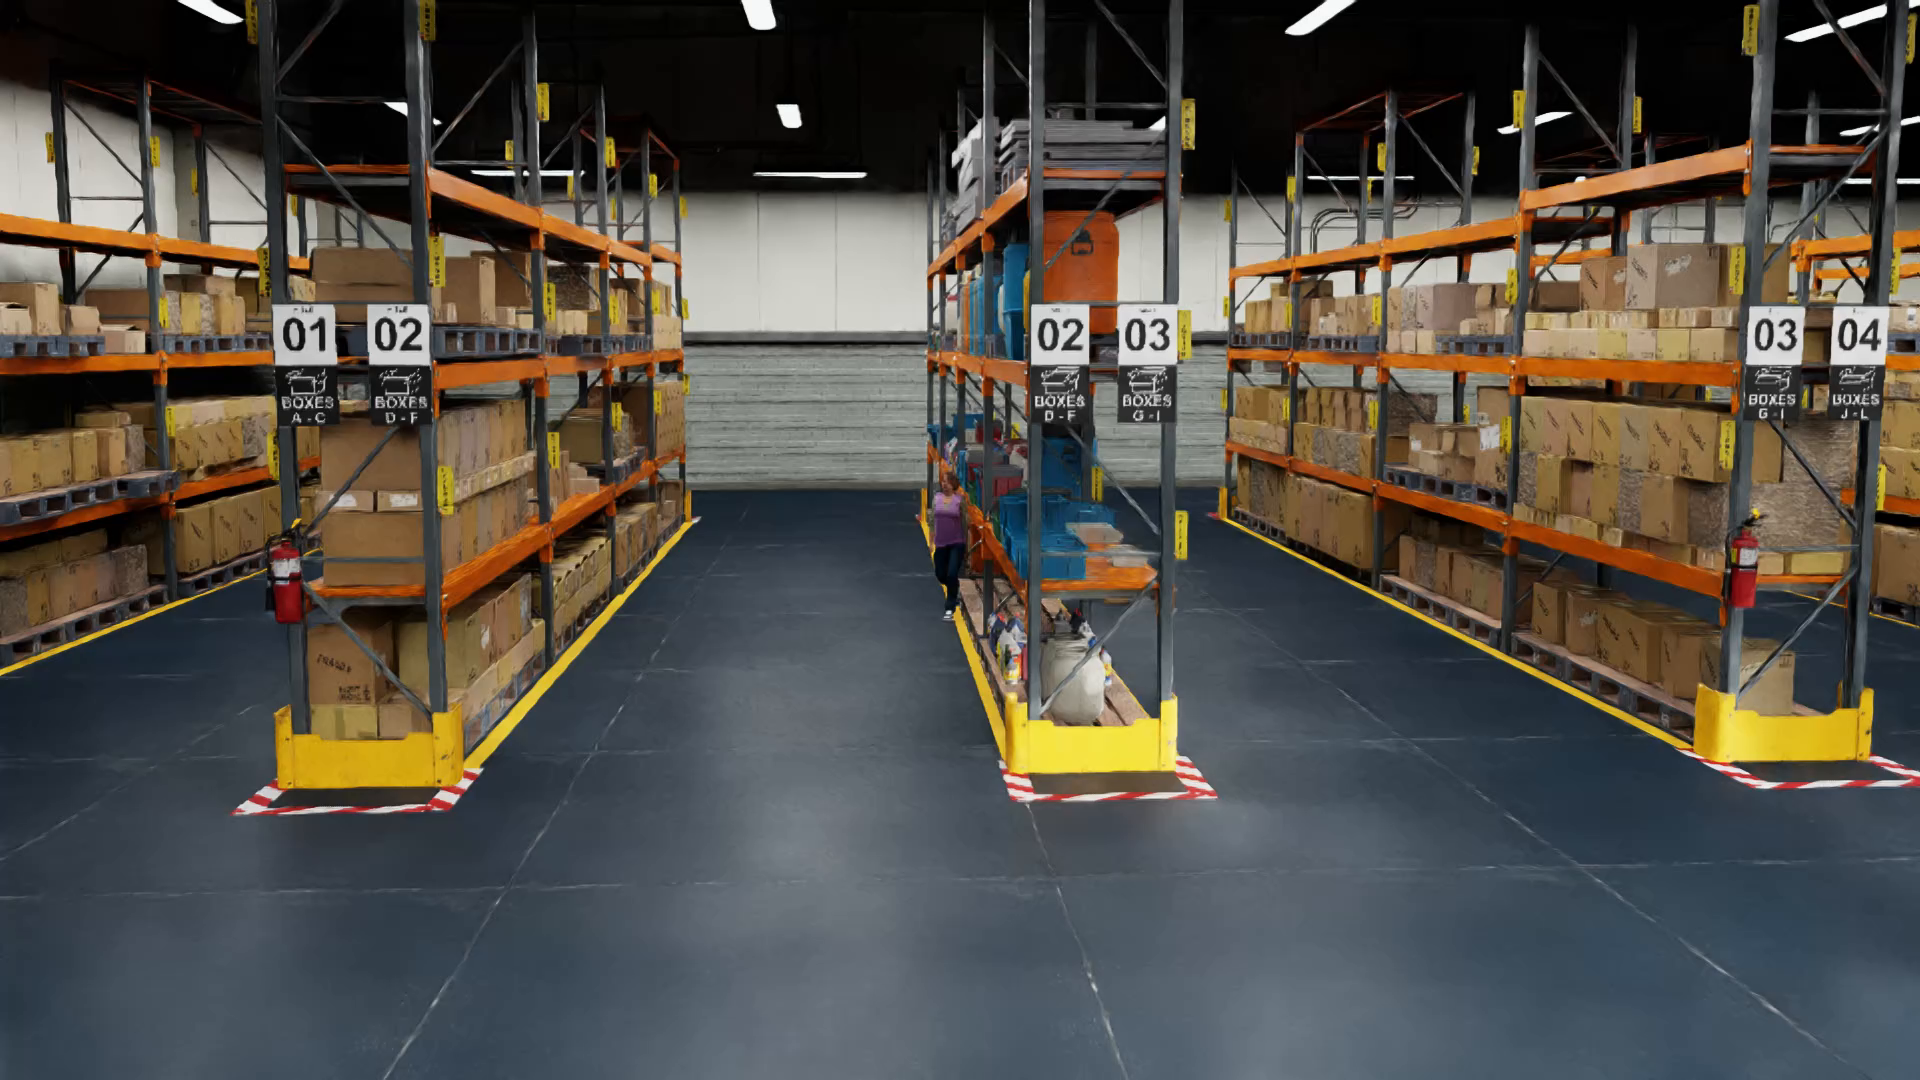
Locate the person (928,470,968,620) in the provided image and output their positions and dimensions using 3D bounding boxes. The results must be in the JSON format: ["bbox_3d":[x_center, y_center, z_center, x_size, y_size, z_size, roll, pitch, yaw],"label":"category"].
[{"bbox_3d":[-0.111,0.036,17.610,0.424,1.558,0.801,2,7,16],"label":"person"}]
